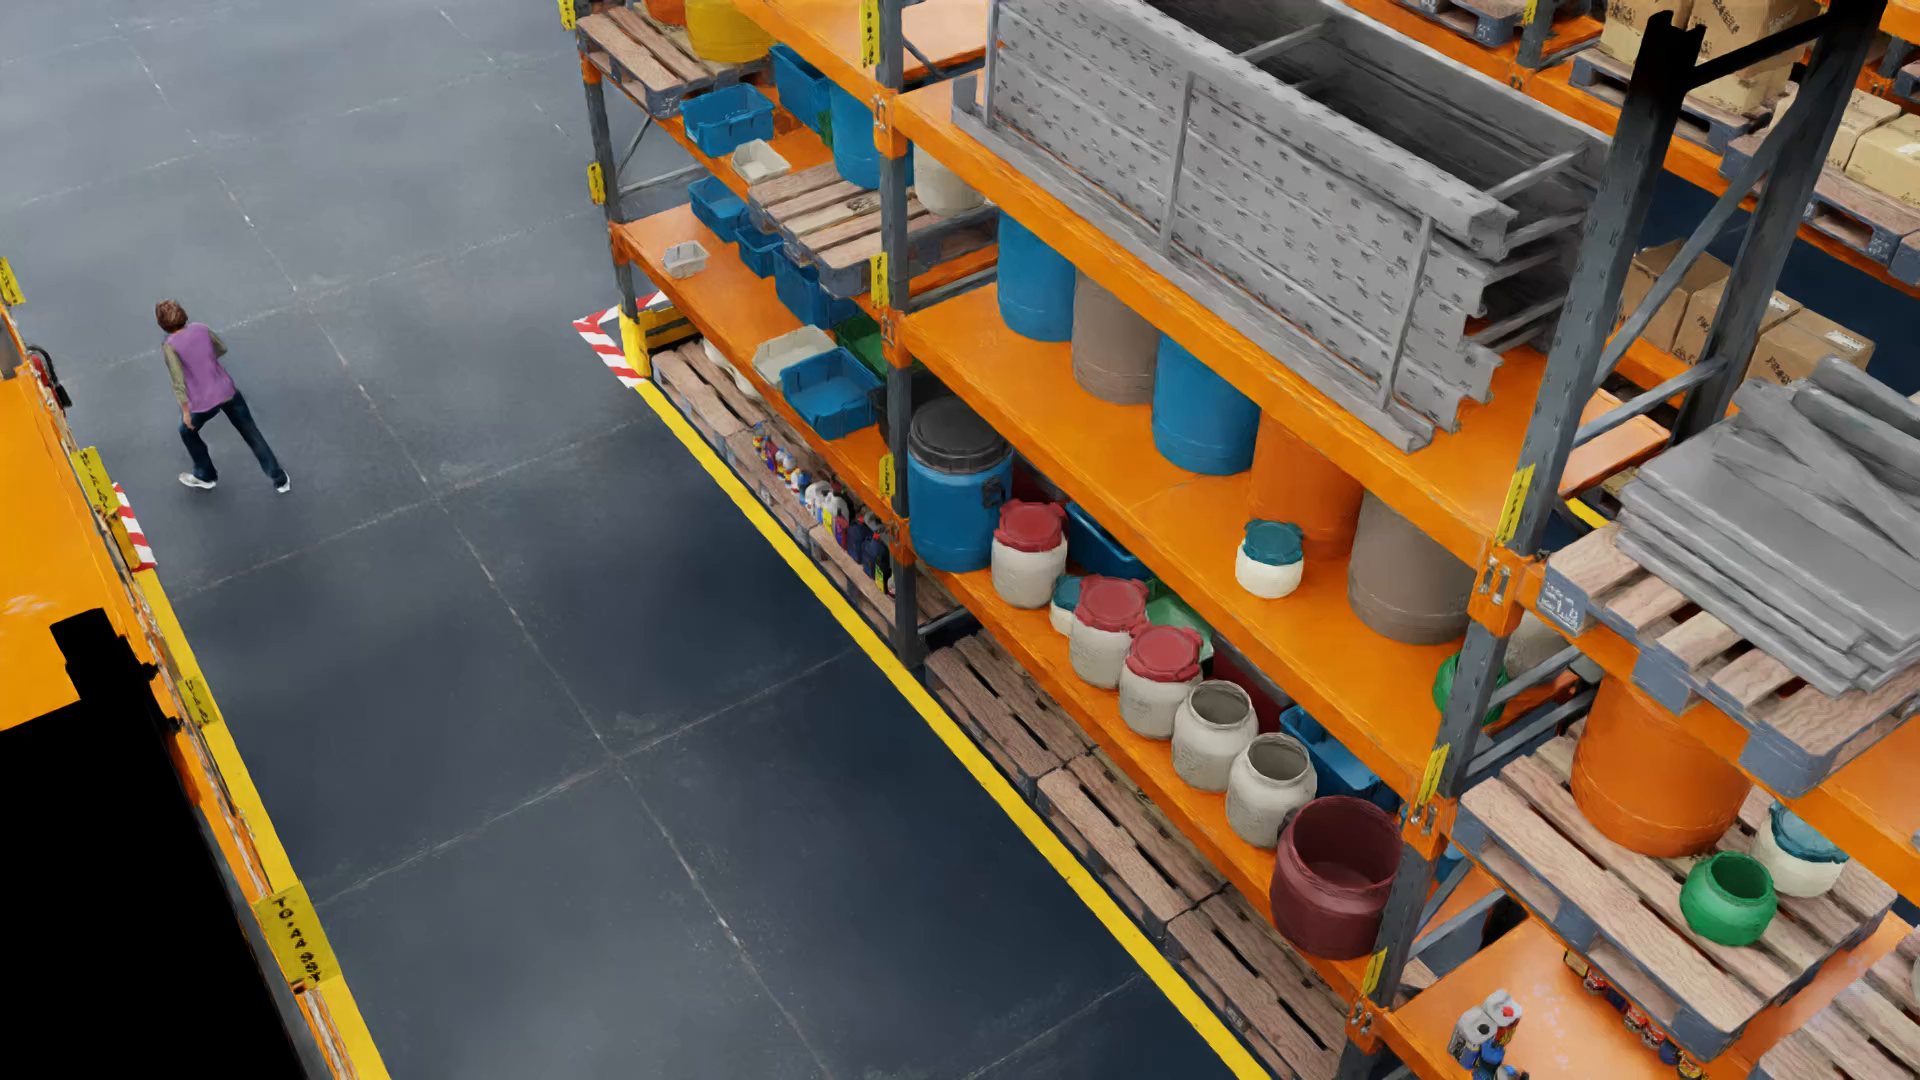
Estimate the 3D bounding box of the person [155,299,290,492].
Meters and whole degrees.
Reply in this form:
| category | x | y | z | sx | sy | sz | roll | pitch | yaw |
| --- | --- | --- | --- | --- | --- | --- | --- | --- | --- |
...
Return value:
| category | x | y | z | sx | sy | sz | roll | pitch | yaw |
| --- | --- | --- | --- | --- | --- | --- | --- | --- | --- |
| person | -5.270 | -0.980 | 11.687 | 0.780 | 1.519 | 0.569 | 28 | 49 | 27 |
